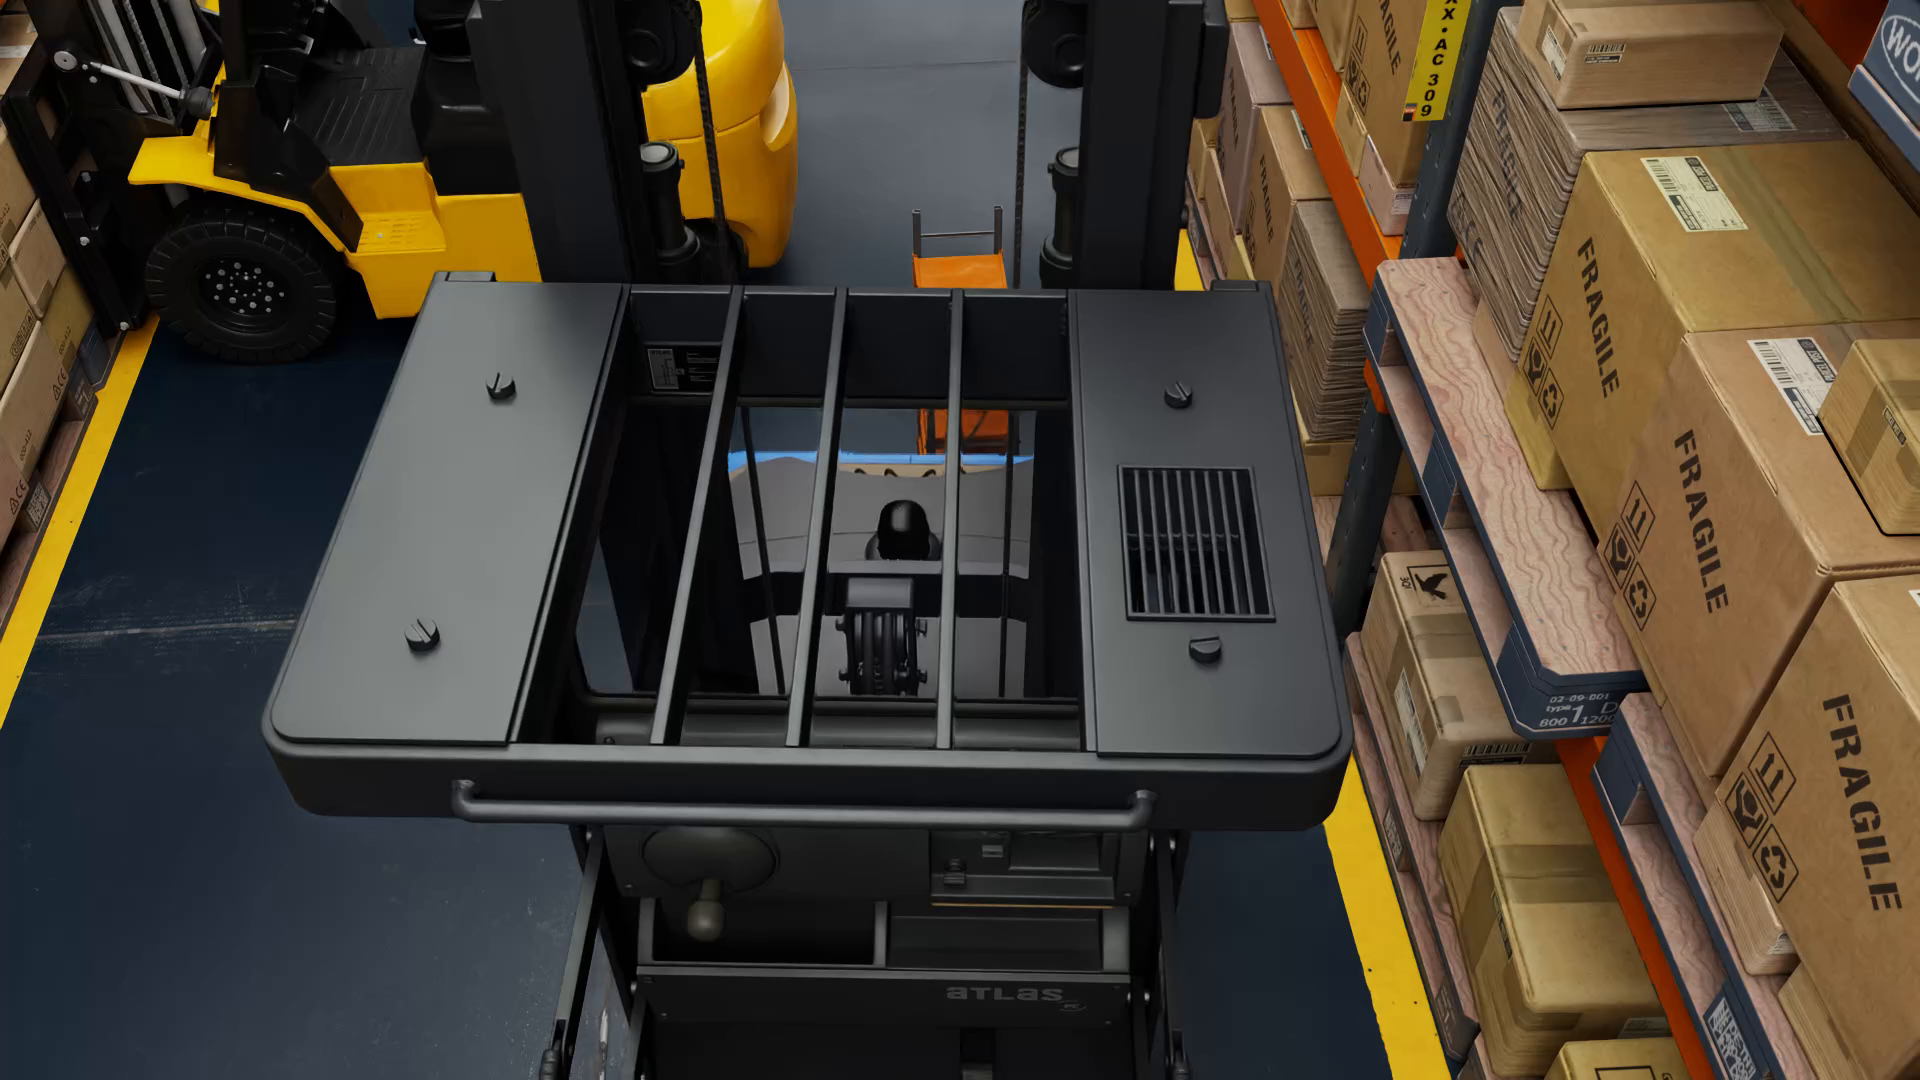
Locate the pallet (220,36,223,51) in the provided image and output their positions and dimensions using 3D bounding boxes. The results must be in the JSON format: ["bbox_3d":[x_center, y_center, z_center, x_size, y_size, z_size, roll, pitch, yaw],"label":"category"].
[{"bbox_3d":[-3.604,-1.866,6.872,1.003,0.211,1.213,-3,47,-3],"label":"pallet"}]

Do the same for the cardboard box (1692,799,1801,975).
[{"bbox_3d":[1.383,0.520,2.576,0.380,0.149,0.250,-2,47,-2],"label":"cardboard box"}]

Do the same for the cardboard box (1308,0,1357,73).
[{"bbox_3d":[1.236,-1.601,4.427,0.500,0.500,0.500,-2,47,-2],"label":"cardboard box"}]

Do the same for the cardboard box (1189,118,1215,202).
[{"bbox_3d":[1.121,-1.515,6.223,0.500,0.250,0.500,-1,47,-1],"label":"cardboard box"}]

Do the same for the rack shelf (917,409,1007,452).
[{"bbox_3d":[0.014,-0.247,4.750,0.258,0.148,0.480,-3,47,-3],"label":"rack shelf"}]

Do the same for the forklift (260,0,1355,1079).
[{"bbox_3d":[-0.145,0.587,2.675,1.130,2.935,3.031,1,47,1],"label":"forklift"}]

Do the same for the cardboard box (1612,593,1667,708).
[{"bbox_3d":[1.394,0.145,2.930,0.380,0.149,0.250,-3,47,-3],"label":"cardboard box"}]

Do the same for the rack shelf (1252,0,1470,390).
[{"bbox_3d":[1.403,-1.986,5.560,1.077,0.370,4.000,-3,47,-3],"label":"rack shelf"}]

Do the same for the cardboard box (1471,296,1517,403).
[{"bbox_3d":[1.302,-0.425,3.470,0.380,0.149,0.250,-3,47,-3],"label":"cardboard box"}]

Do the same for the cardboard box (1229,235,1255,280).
[{"bbox_3d":[1.199,-0.781,5.528,0.500,0.250,0.500,-5,47,-4],"label":"cardboard box"}]

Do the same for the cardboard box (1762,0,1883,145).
[{"bbox_3d":[1.838,-0.747,3.328,0.500,0.500,0.500,-4,47,-4],"label":"cardboard box"}]

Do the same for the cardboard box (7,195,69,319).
[{"bbox_3d":[-3.183,-0.950,5.344,0.500,0.250,0.500,-4,47,-4],"label":"cardboard box"}]

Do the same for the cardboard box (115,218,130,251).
[{"bbox_3d":[-3.225,-1.157,5.884,0.500,0.250,0.500,-2,47,-2],"label":"cardboard box"}]

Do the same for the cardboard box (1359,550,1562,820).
[{"bbox_3d":[1.617,0.352,4.371,0.950,0.372,0.625,-3,47,-3],"label":"cardboard box"}]

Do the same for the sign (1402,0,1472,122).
[{"bbox_3d":[1.031,-1.045,3.578,0.100,0.325,0.005,-3,47,-3],"label":"sign"}]

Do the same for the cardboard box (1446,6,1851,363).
[{"bbox_3d":[1.324,-0.710,3.294,0.500,0.500,0.500,-2,47,-2],"label":"cardboard box"}]

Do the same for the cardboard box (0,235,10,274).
[{"bbox_3d":[-3.136,-0.764,4.824,0.500,0.250,0.500,-3,47,-3],"label":"cardboard box"}]

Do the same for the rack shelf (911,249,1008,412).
[{"bbox_3d":[0.014,-0.563,4.416,0.258,0.148,0.480,-3,47,-3],"label":"rack shelf"}]

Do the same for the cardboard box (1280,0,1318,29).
[{"bbox_3d":[1.152,-1.649,4.918,0.380,0.149,0.250,-4,47,-4],"label":"cardboard box"}]

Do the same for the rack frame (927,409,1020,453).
[{"bbox_3d":[0.034,-0.116,4.534,0.240,1.200,0.015,-3,47,-3],"label":"rack frame"}]

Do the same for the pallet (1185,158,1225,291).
[{"bbox_3d":[1.374,-1.196,6.237,1.003,0.211,1.213,-3,47,-3],"label":"pallet"}]

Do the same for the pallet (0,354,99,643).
[{"bbox_3d":[-3.400,-0.101,5.200,1.003,0.211,1.213,-3,47,-3],"label":"pallet"}]

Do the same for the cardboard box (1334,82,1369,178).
[{"bbox_3d":[1.212,-1.094,4.393,0.380,0.149,0.250,-3,47,-2],"label":"cardboard box"}]

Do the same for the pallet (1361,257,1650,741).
[{"bbox_3d":[1.490,-0.158,3.466,1.003,0.211,1.213,-3,47,-3],"label":"pallet"}]

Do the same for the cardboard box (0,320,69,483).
[{"bbox_3d":[-3.144,-0.417,5.184,0.500,0.250,0.500,-4,47,-4],"label":"cardboard box"}]

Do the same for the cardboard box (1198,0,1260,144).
[{"bbox_3d":[1.112,-1.778,5.956,0.500,0.500,0.500,-3,47,-3],"label":"cardboard box"}]

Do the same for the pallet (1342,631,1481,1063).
[{"bbox_3d":[1.637,0.736,4.408,1.003,0.211,1.213,-3,47,-3],"label":"pallet"}]

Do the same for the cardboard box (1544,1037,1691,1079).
[{"bbox_3d":[1.740,1.375,3.402,0.950,0.372,0.625,-2,47,-2],"label":"cardboard box"}]

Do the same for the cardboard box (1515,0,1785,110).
[{"bbox_3d":[1.258,-0.928,3.054,0.380,0.149,0.250,-4,47,-3],"label":"cardboard box"}]

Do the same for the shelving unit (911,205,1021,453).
[{"bbox_3d":[0.014,-0.293,4.701,0.258,1.200,0.503,-3,47,-3],"label":"shelving unit"}]

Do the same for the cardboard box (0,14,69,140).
[{"bbox_3d":[-3.225,-1.504,5.524,0.500,0.250,0.500,-4,47,-4],"label":"cardboard box"}]

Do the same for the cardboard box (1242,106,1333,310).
[{"bbox_3d":[1.209,-1.022,5.240,0.500,0.500,0.500,-3,47,-3],"label":"cardboard box"}]

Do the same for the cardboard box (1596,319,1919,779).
[{"bbox_3d":[1.394,0.010,2.611,0.500,0.500,0.500,-4,47,-4],"label":"cardboard box"}]

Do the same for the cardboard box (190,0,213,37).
[{"bbox_3d":[-3.356,-2.254,6.923,0.500,0.250,0.500,-3,47,-3],"label":"cardboard box"}]
